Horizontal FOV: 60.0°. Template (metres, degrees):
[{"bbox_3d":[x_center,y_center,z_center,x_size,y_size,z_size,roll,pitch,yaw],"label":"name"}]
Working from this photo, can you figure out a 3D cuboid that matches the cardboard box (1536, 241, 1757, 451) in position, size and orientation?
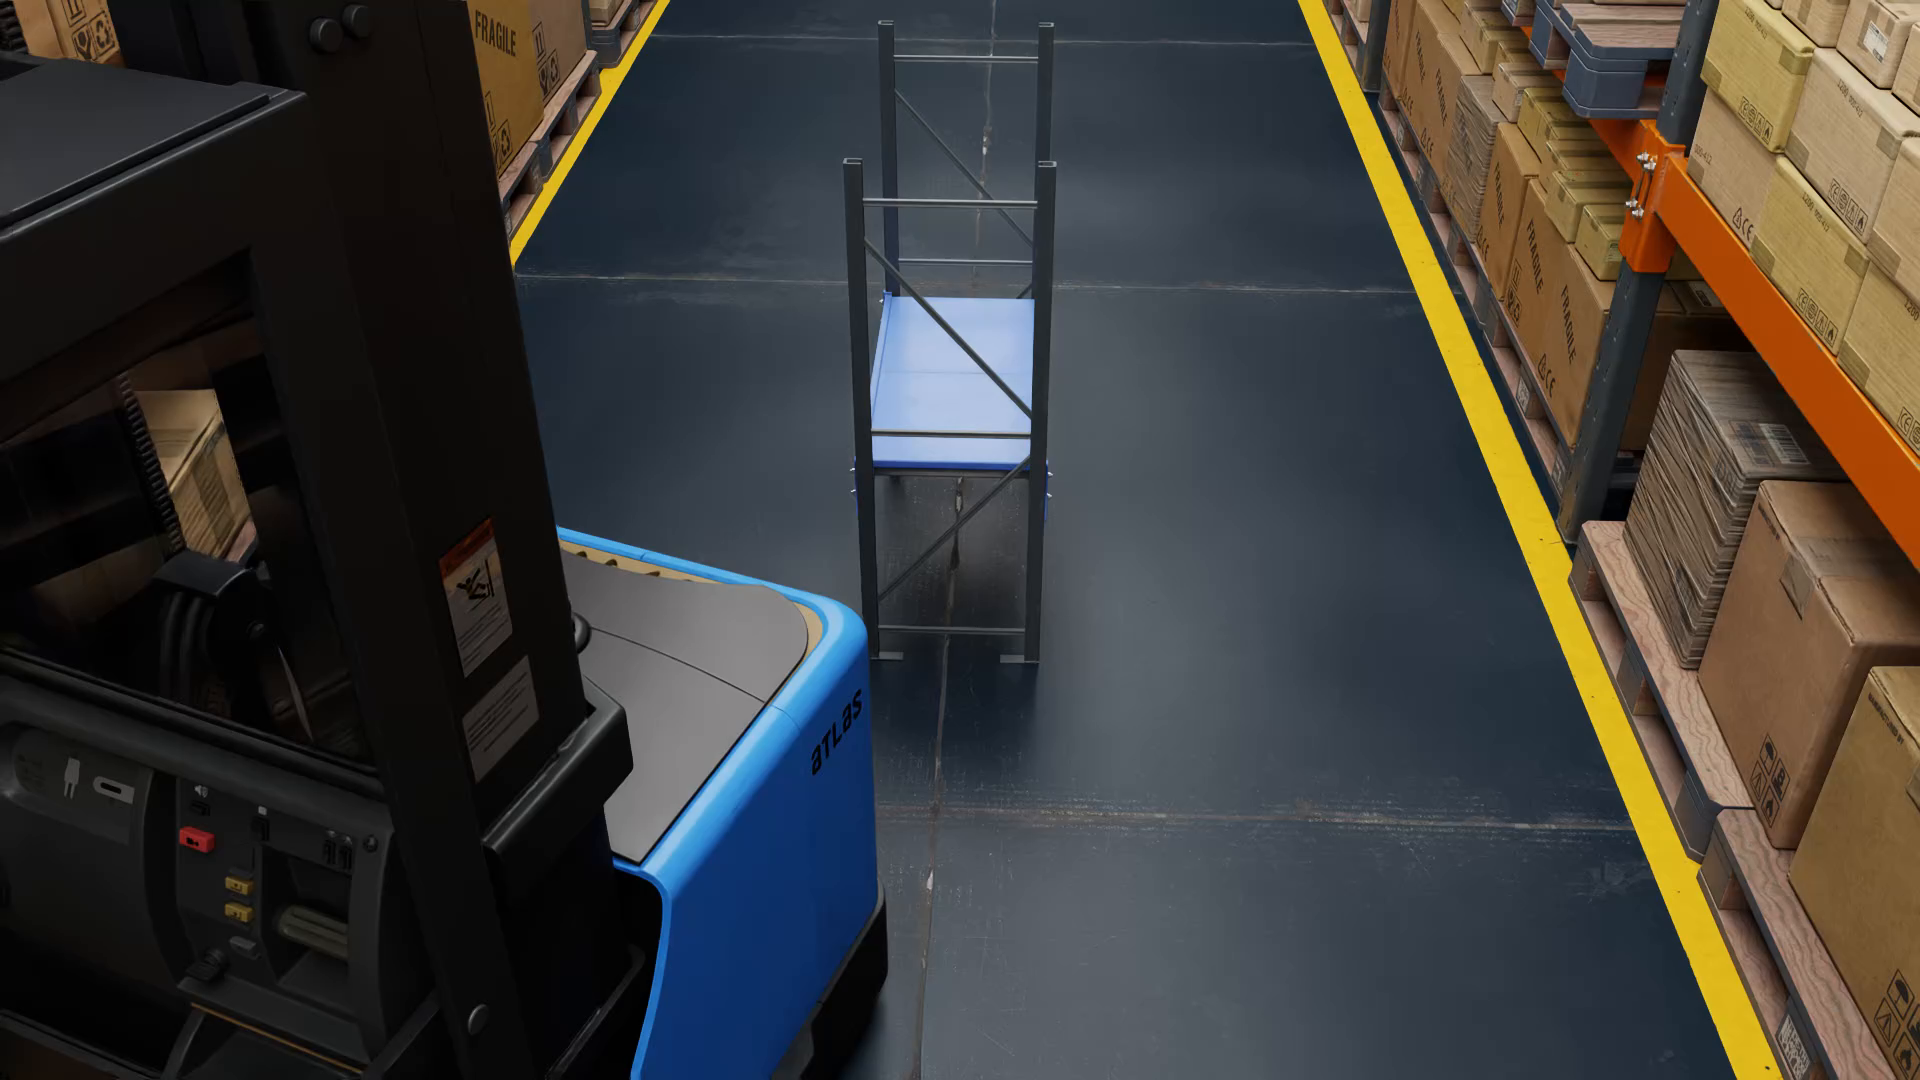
[{"bbox_3d":[2.203,-0.627,5.342,0.500,0.500,0.500,2,35,3],"label":"cardboard box"}]

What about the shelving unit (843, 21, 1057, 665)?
[{"bbox_3d":[-0.003,-0.565,4.749,0.538,1.500,1.048,1,35,2],"label":"shelving unit"}]

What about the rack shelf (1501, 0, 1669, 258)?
[{"bbox_3d":[2.481,-2.085,6.233,1.077,0.370,4.000,1,35,2],"label":"rack shelf"}]

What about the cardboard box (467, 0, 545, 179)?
[{"bbox_3d":[-2.372,-2.066,7.063,0.875,0.875,0.875,2,35,3],"label":"cardboard box"}]

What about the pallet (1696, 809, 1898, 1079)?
[{"bbox_3d":[2.277,1.082,3.527,1.003,0.211,1.213,1,35,2],"label":"pallet"}]

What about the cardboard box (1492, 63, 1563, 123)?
[{"bbox_3d":[2.249,-1.695,6.298,0.380,0.149,0.250,0,35,0],"label":"cardboard box"}]

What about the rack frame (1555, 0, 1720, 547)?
[{"bbox_3d":[2.401,-1.230,4.391,1.000,3.000,0.127,1,35,2],"label":"rack frame"}]

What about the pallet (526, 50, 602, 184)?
[{"bbox_3d":[-2.354,-2.055,7.990,1.003,0.211,1.213,1,35,2],"label":"pallet"}]

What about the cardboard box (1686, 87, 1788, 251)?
[{"bbox_3d":[2.139,-0.919,4.080,0.500,0.250,0.500,1,35,2],"label":"cardboard box"}]

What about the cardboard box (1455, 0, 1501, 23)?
[{"bbox_3d":[2.351,-2.276,7.125,0.380,0.149,0.250,1,35,1],"label":"cardboard box"}]

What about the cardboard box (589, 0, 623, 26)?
[{"bbox_3d":[-2.266,-3.122,8.947,0.875,0.438,0.875,1,35,1],"label":"cardboard box"}]

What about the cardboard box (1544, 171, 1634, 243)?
[{"bbox_3d":[2.148,-1.092,5.439,0.380,0.149,0.250,0,35,-1],"label":"cardboard box"}]

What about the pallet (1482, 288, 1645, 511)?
[{"bbox_3d":[2.469,-0.517,5.802,1.003,0.211,1.213,1,35,2],"label":"pallet"}]

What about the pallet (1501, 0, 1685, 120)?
[{"bbox_3d":[2.358,-1.542,5.003,1.213,0.211,1.003,1,35,2],"label":"pallet"}]

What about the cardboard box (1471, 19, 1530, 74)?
[{"bbox_3d":[2.292,-1.991,6.719,0.380,0.149,0.250,3,35,4],"label":"cardboard box"}]

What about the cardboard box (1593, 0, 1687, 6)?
[{"bbox_3d":[2.044,-1.685,4.892,0.380,0.149,0.250,2,35,3],"label":"cardboard box"}]

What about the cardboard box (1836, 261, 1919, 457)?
[{"bbox_3d":[2.100,-0.334,3.247,0.500,0.250,0.500,0,35,0],"label":"cardboard box"}]

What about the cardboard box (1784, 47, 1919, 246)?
[{"bbox_3d":[2.118,-0.836,3.527,0.500,0.250,0.500,2,35,3],"label":"cardboard box"}]

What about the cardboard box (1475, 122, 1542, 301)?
[{"bbox_3d":[2.252,-1.215,6.179,0.500,0.500,0.500,3,35,4],"label":"cardboard box"}]

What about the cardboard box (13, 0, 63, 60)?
[{"bbox_3d":[-2.309,-1.112,3.513,0.500,0.500,0.500,1,35,1],"label":"cardboard box"}]

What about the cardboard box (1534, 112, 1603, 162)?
[{"bbox_3d":[2.258,-1.392,5.867,0.380,0.149,0.250,2,35,3],"label":"cardboard box"}]

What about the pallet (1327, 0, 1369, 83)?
[{"bbox_3d":[2.590,-2.782,9.025,1.003,0.211,1.213,1,35,2],"label":"pallet"}]

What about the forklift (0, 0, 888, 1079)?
[{"bbox_3d":[-1.203,0.478,2.021,1.130,2.935,3.031,14,37,19],"label":"forklift"}]

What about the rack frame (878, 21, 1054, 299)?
[{"bbox_3d":[0.017,-0.857,5.165,0.500,1.500,0.032,1,35,2],"label":"rack frame"}]

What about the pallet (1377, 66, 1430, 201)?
[{"bbox_3d":[2.567,-1.919,7.797,1.003,0.211,1.213,1,35,2],"label":"pallet"}]

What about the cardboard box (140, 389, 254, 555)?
[{"bbox_3d":[-2.591,-0.115,4.725,0.950,0.372,0.625,-1,35,-1],"label":"cardboard box"}]

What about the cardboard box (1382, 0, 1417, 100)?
[{"bbox_3d":[2.317,-2.404,7.871,0.500,0.500,0.500,3,35,4],"label":"cardboard box"}]

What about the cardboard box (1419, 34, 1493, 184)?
[{"bbox_3d":[2.281,-1.812,7.028,0.500,0.500,0.500,0,35,0],"label":"cardboard box"}]

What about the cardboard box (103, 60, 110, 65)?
[{"bbox_3d":[-2.275,-1.062,4.006,0.380,0.149,0.250,2,35,3],"label":"cardboard box"}]

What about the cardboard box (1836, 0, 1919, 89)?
[{"bbox_3d":[2.100,-1.058,3.496,0.380,0.149,0.250,2,35,3],"label":"cardboard box"}]

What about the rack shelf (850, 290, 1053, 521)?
[{"bbox_3d":[-0.003,-0.417,4.852,0.538,0.185,1.000,1,35,2],"label":"rack shelf"}]

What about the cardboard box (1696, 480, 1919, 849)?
[{"bbox_3d":[2.344,0.303,3.909,0.875,0.625,0.625,2,35,3],"label":"cardboard box"}]

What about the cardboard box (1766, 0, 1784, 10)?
[{"bbox_3d":[2.094,-1.360,3.925,0.380,0.149,0.250,2,35,3],"label":"cardboard box"}]
